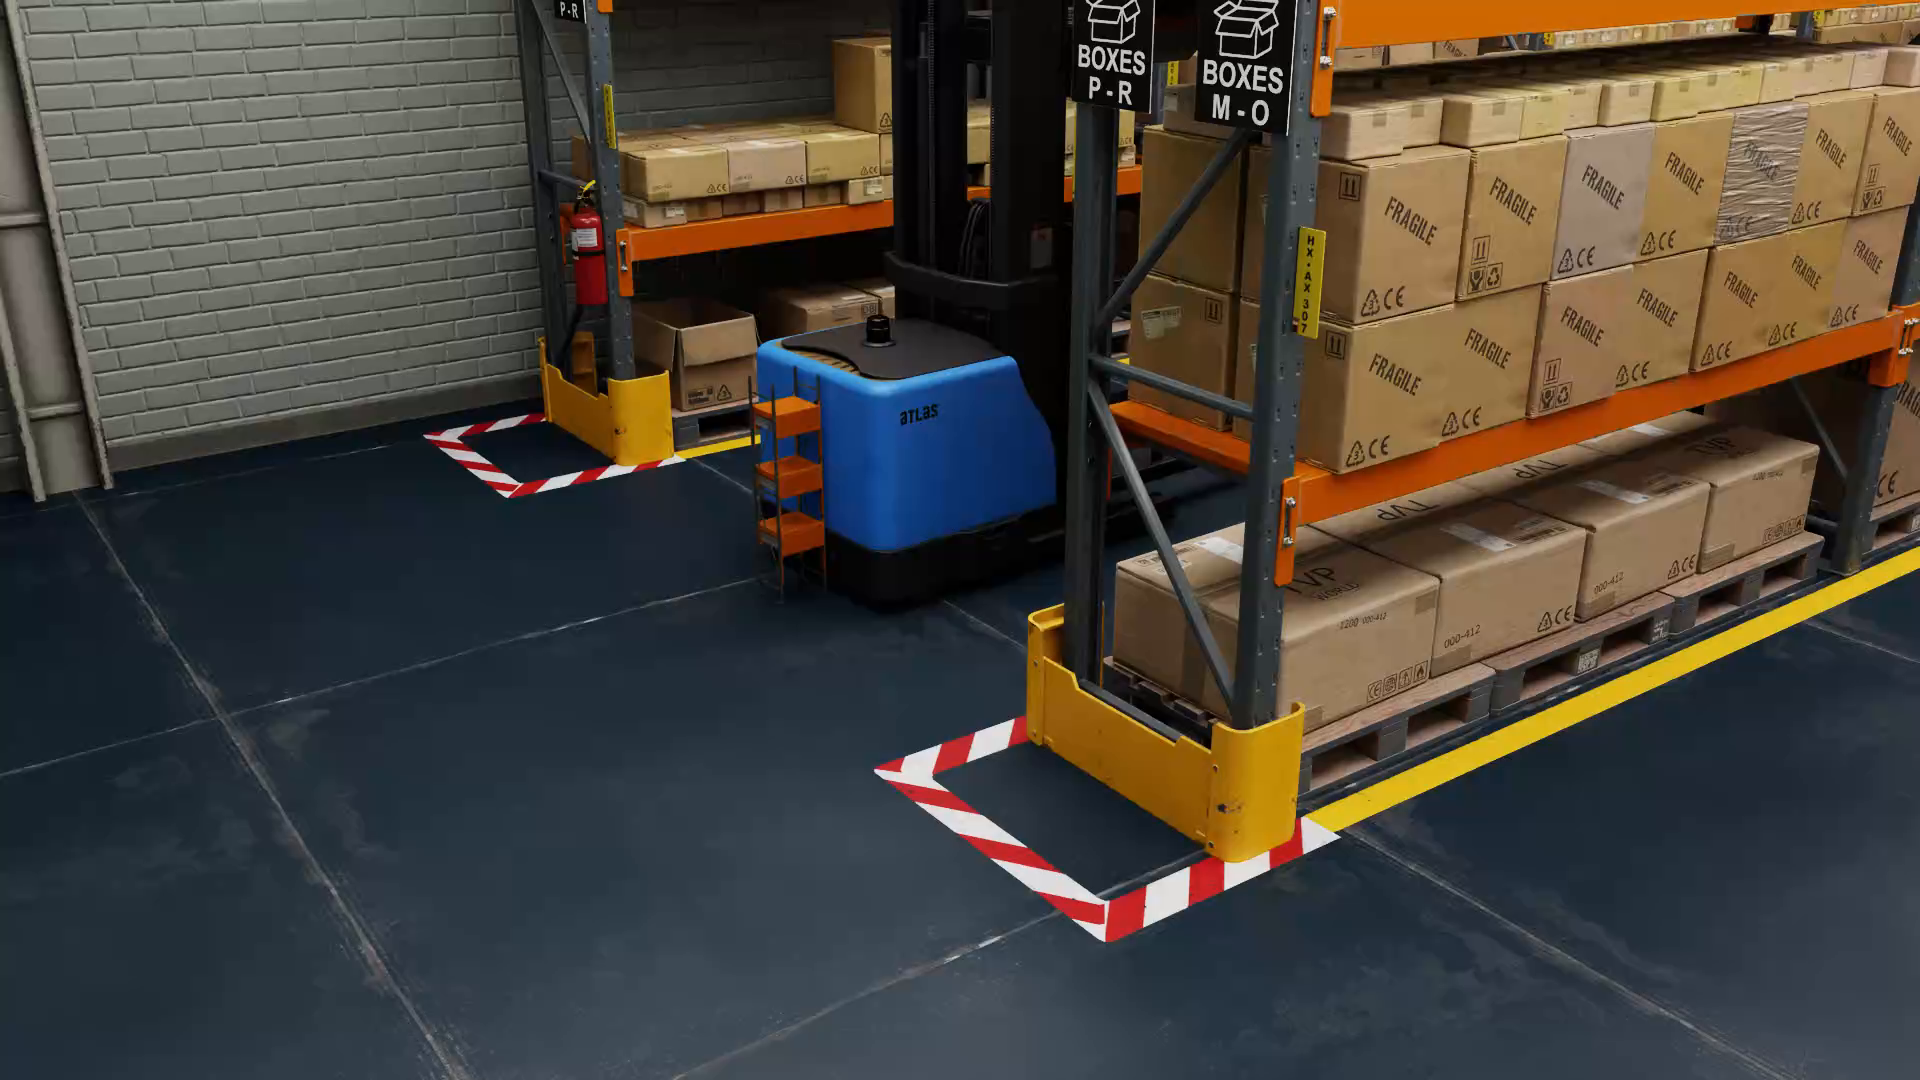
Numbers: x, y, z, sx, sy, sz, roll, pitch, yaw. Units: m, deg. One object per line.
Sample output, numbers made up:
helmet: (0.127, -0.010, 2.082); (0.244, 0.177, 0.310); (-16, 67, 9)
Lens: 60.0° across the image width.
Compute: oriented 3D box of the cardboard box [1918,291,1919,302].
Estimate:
cardboard box: (4.491, -1.316, 7.850); (0.500, 0.250, 0.500); (-16, 27, -34)

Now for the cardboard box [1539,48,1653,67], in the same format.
cardboard box: (2.564, -1.901, 6.753); (0.250, 0.149, 0.380); (-15, 26, -33)

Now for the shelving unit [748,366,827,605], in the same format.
shelving unit: (-0.784, -0.246, 7.595); (0.252, 1.050, 0.215); (-17, 27, -36)

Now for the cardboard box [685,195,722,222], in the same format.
cardboard box: (-1.563, -1.938, 9.544); (0.250, 0.149, 0.380); (-14, 26, -32)

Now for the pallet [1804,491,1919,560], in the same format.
pallet: (4.562, -0.265, 8.775); (1.213, 0.211, 1.003); (-15, 26, -33)

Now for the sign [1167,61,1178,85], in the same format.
sign: (1.401, -3.103, 10.958); (0.005, 0.325, 0.100); (-15, 26, -33)

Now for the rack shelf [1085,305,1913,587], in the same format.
rack shelf: (2.356, -0.603, 6.832); (4.000, 0.370, 1.077); (-15, 26, -33)

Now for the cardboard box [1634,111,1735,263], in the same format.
cardboard box: (2.521, -1.369, 6.297); (0.500, 0.500, 0.500); (-15, 26, -33)

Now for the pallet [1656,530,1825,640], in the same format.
pallet: (3.316, 0.066, 7.946); (1.213, 0.211, 1.003); (-15, 26, -33)

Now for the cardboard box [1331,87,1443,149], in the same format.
cardboard box: (1.353, -1.388, 5.469); (0.250, 0.149, 0.380); (-14, 26, -32)

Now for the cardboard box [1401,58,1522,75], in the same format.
cardboard box: (1.911, -1.747, 6.368); (0.250, 0.149, 0.380); (-14, 26, -32)

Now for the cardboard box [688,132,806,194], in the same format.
cardboard box: (-1.235, -2.192, 9.643); (0.500, 0.250, 0.500); (-15, 26, -32)

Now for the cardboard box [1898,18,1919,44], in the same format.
cardboard box: (9.328, -4.988, 16.715); (0.500, 0.500, 0.500); (-15, 26, -32)

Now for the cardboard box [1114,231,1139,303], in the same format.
cardboard box: (1.303, -2.092, 12.398); (0.500, 0.500, 0.500); (-15, 26, -33)

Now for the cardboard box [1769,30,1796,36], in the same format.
cardboard box: (7.322, -4.574, 15.339); (0.500, 0.250, 0.500); (-16, 27, -34)

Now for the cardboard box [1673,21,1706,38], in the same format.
cardboard box: (6.234, -4.435, 14.454); (0.250, 0.149, 0.380); (-16, 27, -34)

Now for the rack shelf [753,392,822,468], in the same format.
rack shelf: (-0.784, -0.499, 7.494); (0.240, 0.259, 0.215); (-17, 27, -36)

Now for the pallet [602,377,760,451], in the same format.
pallet: (-1.461, -0.891, 10.345); (1.213, 0.211, 1.003); (-15, 26, -33)

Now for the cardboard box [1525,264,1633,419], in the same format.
cardboard box: (2.108, -0.791, 6.196); (0.500, 0.500, 0.500); (-15, 26, -33)

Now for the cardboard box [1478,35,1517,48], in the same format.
cardboard box: (4.470, -4.208, 13.883); (0.250, 0.149, 0.380); (-14, 26, -31)

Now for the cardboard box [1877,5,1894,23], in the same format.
cardboard box: (8.846, -5.141, 16.222); (0.250, 0.149, 0.380); (-15, 26, -33)

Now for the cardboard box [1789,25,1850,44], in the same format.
cardboard box: (8.084, -4.658, 15.888); (0.500, 0.500, 0.500); (-16, 27, -34)

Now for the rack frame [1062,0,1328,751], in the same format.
rack frame: (0.732, -0.504, 5.613); (0.127, 3.000, 1.000); (-15, 26, -33)

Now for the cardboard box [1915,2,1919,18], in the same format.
cardboard box: (9.418, -5.337, 16.713); (0.250, 0.149, 0.380); (-15, 26, -33)

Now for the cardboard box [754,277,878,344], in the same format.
cardboard box: (-0.901, -1.308, 10.434); (0.500, 0.500, 0.700); (-14, 26, -31)

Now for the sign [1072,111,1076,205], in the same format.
sign: (0.427, -1.319, 5.771); (0.005, 0.325, 0.100); (-15, 26, -33)

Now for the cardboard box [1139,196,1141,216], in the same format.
cardboard box: (1.489, -2.352, 11.773); (0.250, 0.149, 0.380); (-15, 26, -34)

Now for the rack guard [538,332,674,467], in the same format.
rack guard: (-2.108, -0.852, 9.858); (0.348, 0.500, 1.175); (-15, 26, -33)

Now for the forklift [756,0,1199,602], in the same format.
forklift: (0.480, -1.510, 8.225); (3.031, 2.935, 1.130); (-17, 27, -37)

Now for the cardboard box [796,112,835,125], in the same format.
cardboard box: (-0.703, -2.575, 10.603); (0.500, 0.250, 0.500); (-15, 26, -33)

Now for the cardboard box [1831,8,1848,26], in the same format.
cardboard box: (8.193, -4.988, 15.840); (0.250, 0.149, 0.380); (-14, 26, -32)

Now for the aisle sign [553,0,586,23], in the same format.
aisle sign: (-2.053, -3.101, 8.613); (0.004, 0.787, 0.394); (-15, 26, -33)

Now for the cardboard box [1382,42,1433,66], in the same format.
cardboard box: (3.107, -3.563, 12.571); (0.637, 0.503, 0.797); (-16, 27, -34)

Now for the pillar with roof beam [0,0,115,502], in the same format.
pillar with roof beam: (-2.370, -3.176, 4.213); (0.400, 9.000, 9.100); (-15, 26, -33)

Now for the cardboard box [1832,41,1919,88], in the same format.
cardboard box: (3.915, -2.020, 7.052); (0.250, 0.149, 0.380); (-16, 27, -34)

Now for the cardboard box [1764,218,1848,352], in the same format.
cardboard box: (3.338, -1.126, 7.037); (0.500, 0.500, 0.500); (-16, 27, -34)

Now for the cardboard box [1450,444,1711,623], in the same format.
cardboard box: (2.681, -0.078, 7.434); (0.875, 0.438, 0.875); (-16, 27, -34)

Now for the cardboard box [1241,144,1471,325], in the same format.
cardboard box: (1.288, -1.034, 5.455); (0.500, 0.500, 0.500); (-16, 27, -34)

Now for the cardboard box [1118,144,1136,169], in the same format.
cardboard box: (0.966, -2.601, 11.206); (0.250, 0.149, 0.380); (-15, 26, -32)

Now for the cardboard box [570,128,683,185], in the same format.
cardboard box: (-1.951, -2.245, 9.776); (0.500, 0.250, 0.500); (-14, 26, -31)

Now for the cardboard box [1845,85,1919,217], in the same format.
cardboard box: (3.758, -1.696, 7.115); (0.500, 0.500, 0.500); (-15, 26, -33)

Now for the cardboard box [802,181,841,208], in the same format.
cardboard box: (-0.917, -2.101, 9.952); (0.250, 0.149, 0.380); (-14, 26, -32)

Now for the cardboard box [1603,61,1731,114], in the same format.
cardboard box: (2.650, -1.705, 6.262); (0.250, 0.149, 0.380); (-15, 26, -33)

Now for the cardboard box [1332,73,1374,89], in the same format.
cardboard box: (1.259, -1.598, 5.994); (0.250, 0.149, 0.380); (-15, 26, -33)

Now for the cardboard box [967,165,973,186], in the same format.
cardboard box: (-0.124, -2.340, 10.552); (0.250, 0.149, 0.380); (-14, 26, -32)

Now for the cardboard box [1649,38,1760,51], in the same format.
cardboard box: (3.190, -2.064, 7.162); (0.250, 0.149, 0.380); (-15, 26, -33)

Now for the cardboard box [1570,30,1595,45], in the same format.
cardboard box: (4.971, -4.115, 13.651); (0.250, 0.149, 0.380); (-14, 26, -32)

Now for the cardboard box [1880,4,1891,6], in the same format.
cardboard box: (8.829, -5.291, 16.196); (0.250, 0.149, 0.380); (-15, 26, -34)

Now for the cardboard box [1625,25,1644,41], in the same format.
cardboard box: (5.556, -4.302, 14.120); (0.250, 0.149, 0.380); (-15, 26, -32)

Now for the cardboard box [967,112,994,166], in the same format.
cardboard box: (-0.004, -2.531, 10.492); (0.500, 0.250, 0.500); (-15, 26, -33)

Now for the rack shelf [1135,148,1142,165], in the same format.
rack shelf: (2.701, -2.962, 12.741); (4.000, 0.370, 1.077); (-15, 26, -33)

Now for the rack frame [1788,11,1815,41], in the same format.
rack frame: (7.571, -4.594, 15.863); (0.127, 3.000, 1.000); (-15, 26, -33)

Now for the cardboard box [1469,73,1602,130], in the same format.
cardboard box: (2.017, -1.545, 5.862); (0.250, 0.149, 0.380); (-15, 26, -32)

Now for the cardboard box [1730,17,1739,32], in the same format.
cardboard box: (6.859, -4.606, 14.882); (0.250, 0.149, 0.380); (-16, 27, -34)

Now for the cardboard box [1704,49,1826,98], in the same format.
cardboard box: (3.235, -1.884, 6.712); (0.250, 0.149, 0.380); (-15, 26, -33)

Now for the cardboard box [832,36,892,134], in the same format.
cardboard box: (-0.426, -2.756, 10.044); (0.500, 0.500, 0.500); (-14, 26, -32)
